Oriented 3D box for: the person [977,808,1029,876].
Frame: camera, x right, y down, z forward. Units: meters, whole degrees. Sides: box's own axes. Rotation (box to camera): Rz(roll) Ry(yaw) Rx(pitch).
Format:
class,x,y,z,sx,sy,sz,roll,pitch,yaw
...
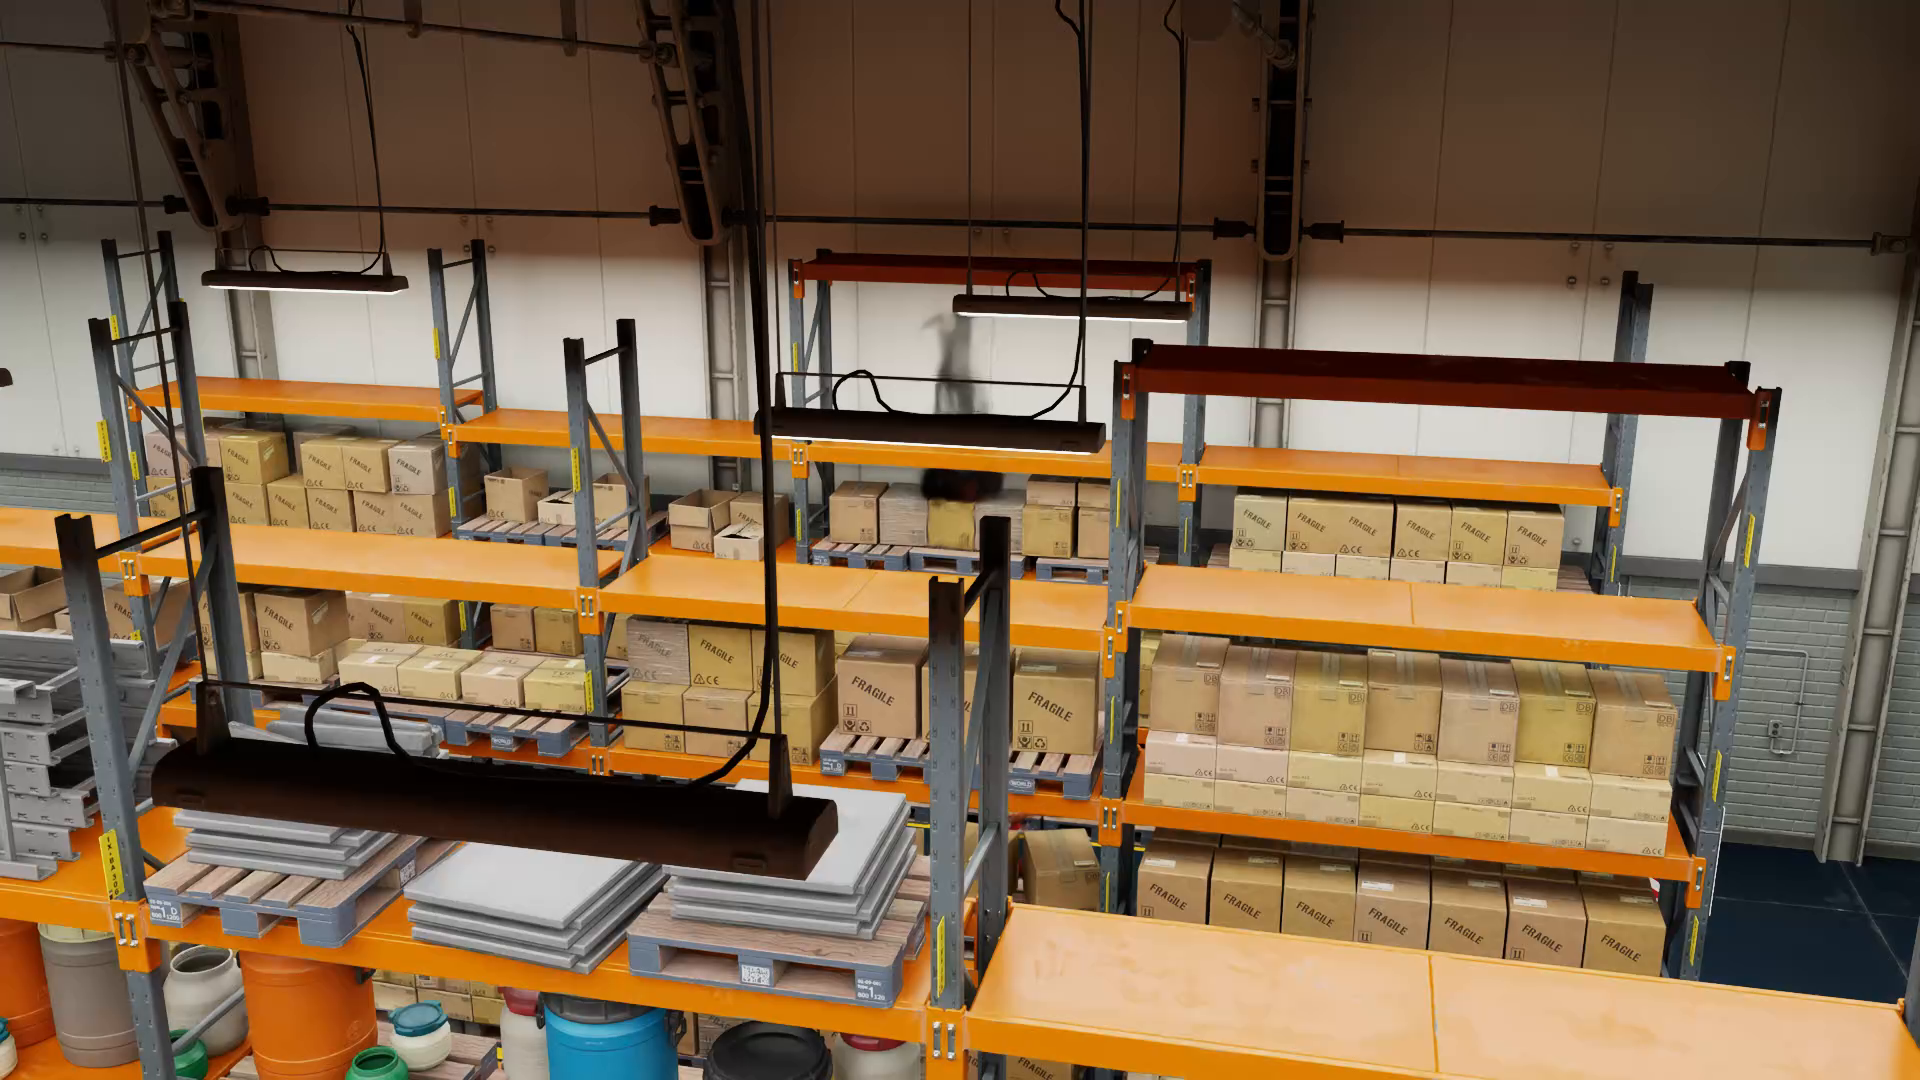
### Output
class,x,y,z,sx,sy,sz,roll,pitch,yaw
person,0.446,2.645,15.166,0.863,1.785,0.657,1,16,2
